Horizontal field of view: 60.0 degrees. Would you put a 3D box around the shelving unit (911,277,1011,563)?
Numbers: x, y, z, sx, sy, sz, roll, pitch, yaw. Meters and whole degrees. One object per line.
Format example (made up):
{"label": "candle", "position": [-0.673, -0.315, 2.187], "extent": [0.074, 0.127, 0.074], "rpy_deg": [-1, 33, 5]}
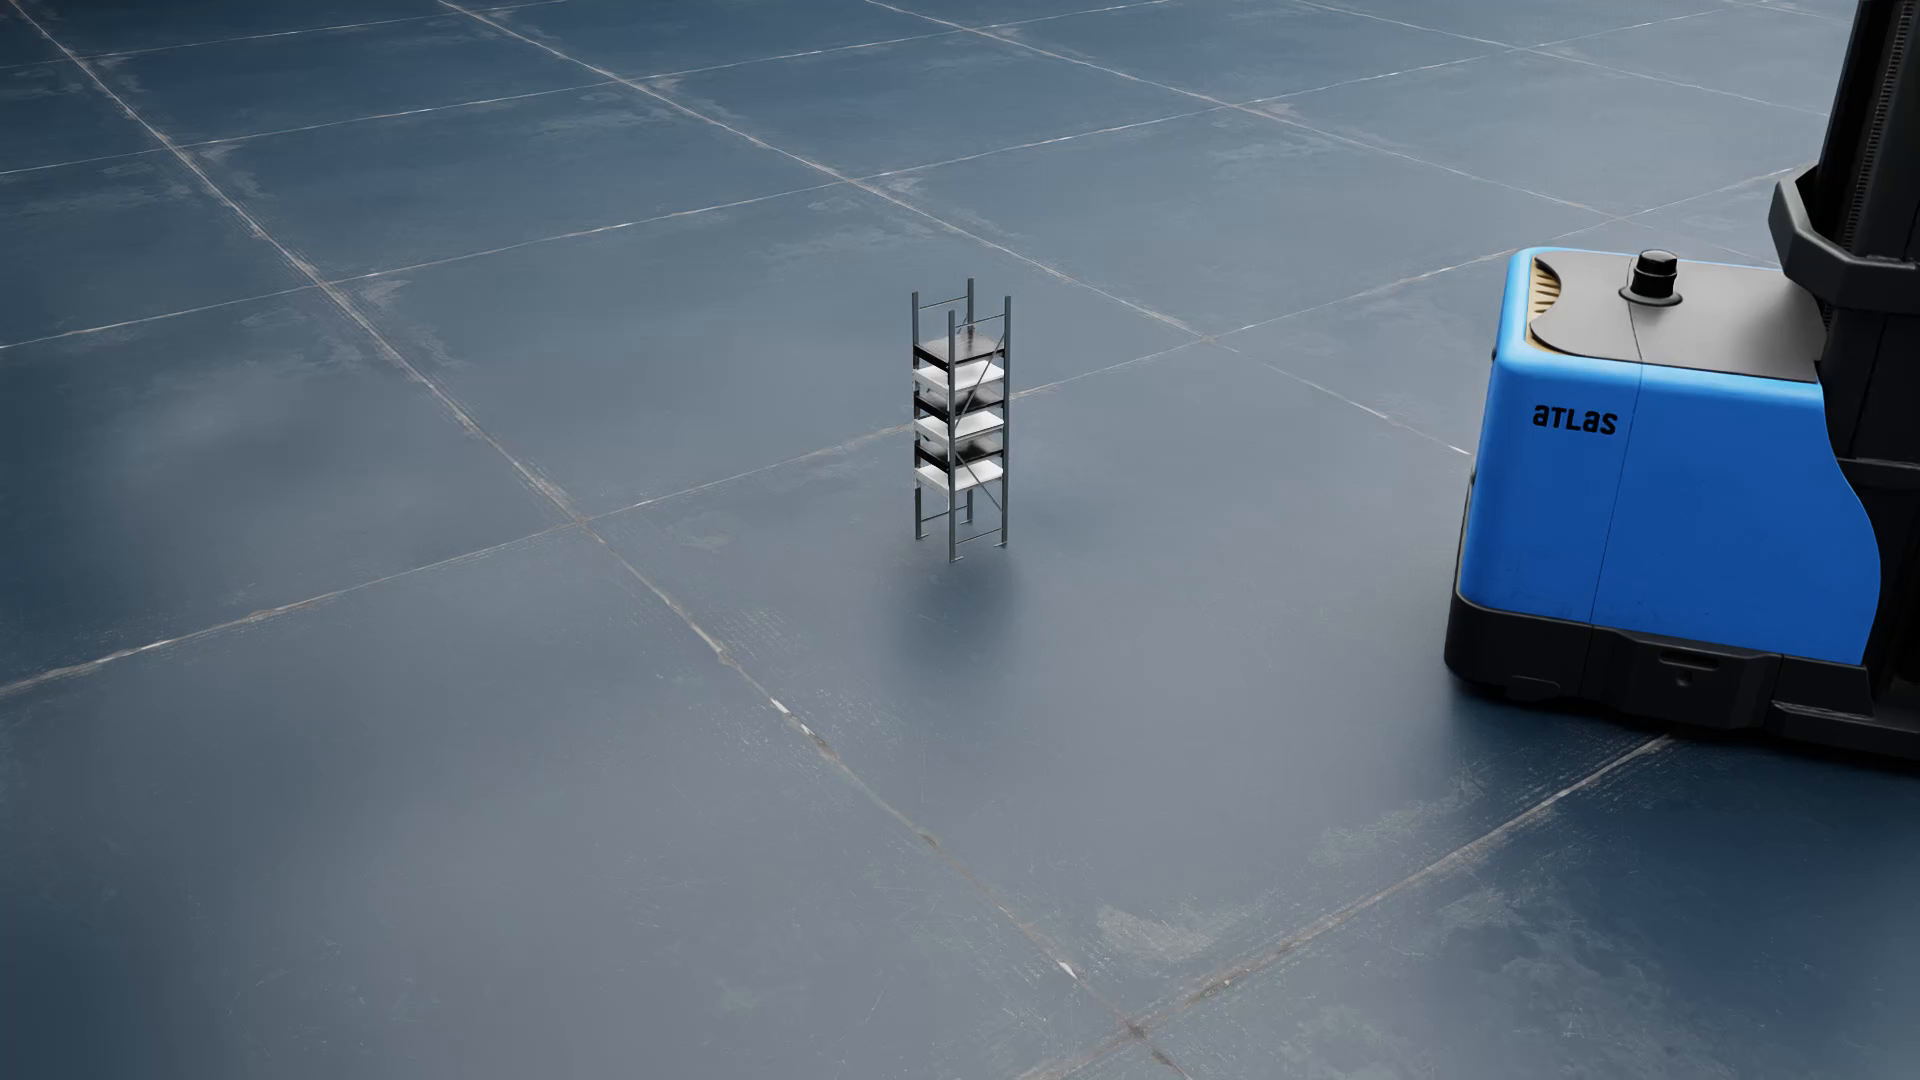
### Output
{"label": "shelving unit", "position": [0.005, -0.392, 5.529], "extent": [0.258, 0.900, 0.210], "rpy_deg": [-19, 34, -31]}

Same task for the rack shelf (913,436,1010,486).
{"label": "rack shelf", "position": [0.005, -0.284, 5.588], "extent": [0.258, 0.077, 0.200], "rpy_deg": [-19, 34, -31]}

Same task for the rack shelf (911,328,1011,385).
{"label": "rack shelf", "position": [0.005, -0.600, 5.416], "extent": [0.258, 0.077, 0.200], "rpy_deg": [-19, 34, -31]}

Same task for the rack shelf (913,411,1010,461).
{"label": "rack shelf", "position": [0.005, -0.363, 5.545], "extent": [0.258, 0.077, 0.200], "rpy_deg": [-19, 34, -31]}

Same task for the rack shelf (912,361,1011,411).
{"label": "rack shelf", "position": [0.005, -0.521, 5.459], "extent": [0.258, 0.077, 0.200], "rpy_deg": [-19, 34, -31]}

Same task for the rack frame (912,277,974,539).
{"label": "rack frame", "position": [-0.054, -0.432, 5.602], "extent": [0.240, 0.900, 0.006], "rpy_deg": [-19, 34, -31]}

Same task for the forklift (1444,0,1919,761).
{"label": "forklift", "position": [3.012, -0.839, 4.224], "extent": [3.031, 2.935, 1.130], "rpy_deg": [9, 30, 16]}

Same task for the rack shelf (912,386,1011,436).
{"label": "rack shelf", "position": [0.005, -0.442, 5.502], "extent": [0.258, 0.077, 0.200], "rpy_deg": [-19, 34, -31]}

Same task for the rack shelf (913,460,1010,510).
{"label": "rack shelf", "position": [0.005, -0.205, 5.631], "extent": [0.258, 0.077, 0.200], "rpy_deg": [-19, 34, -31]}

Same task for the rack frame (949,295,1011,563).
{"label": "rack frame", "position": [0.064, -0.353, 5.457], "extent": [0.240, 0.900, 0.006], "rpy_deg": [-19, 34, -31]}
